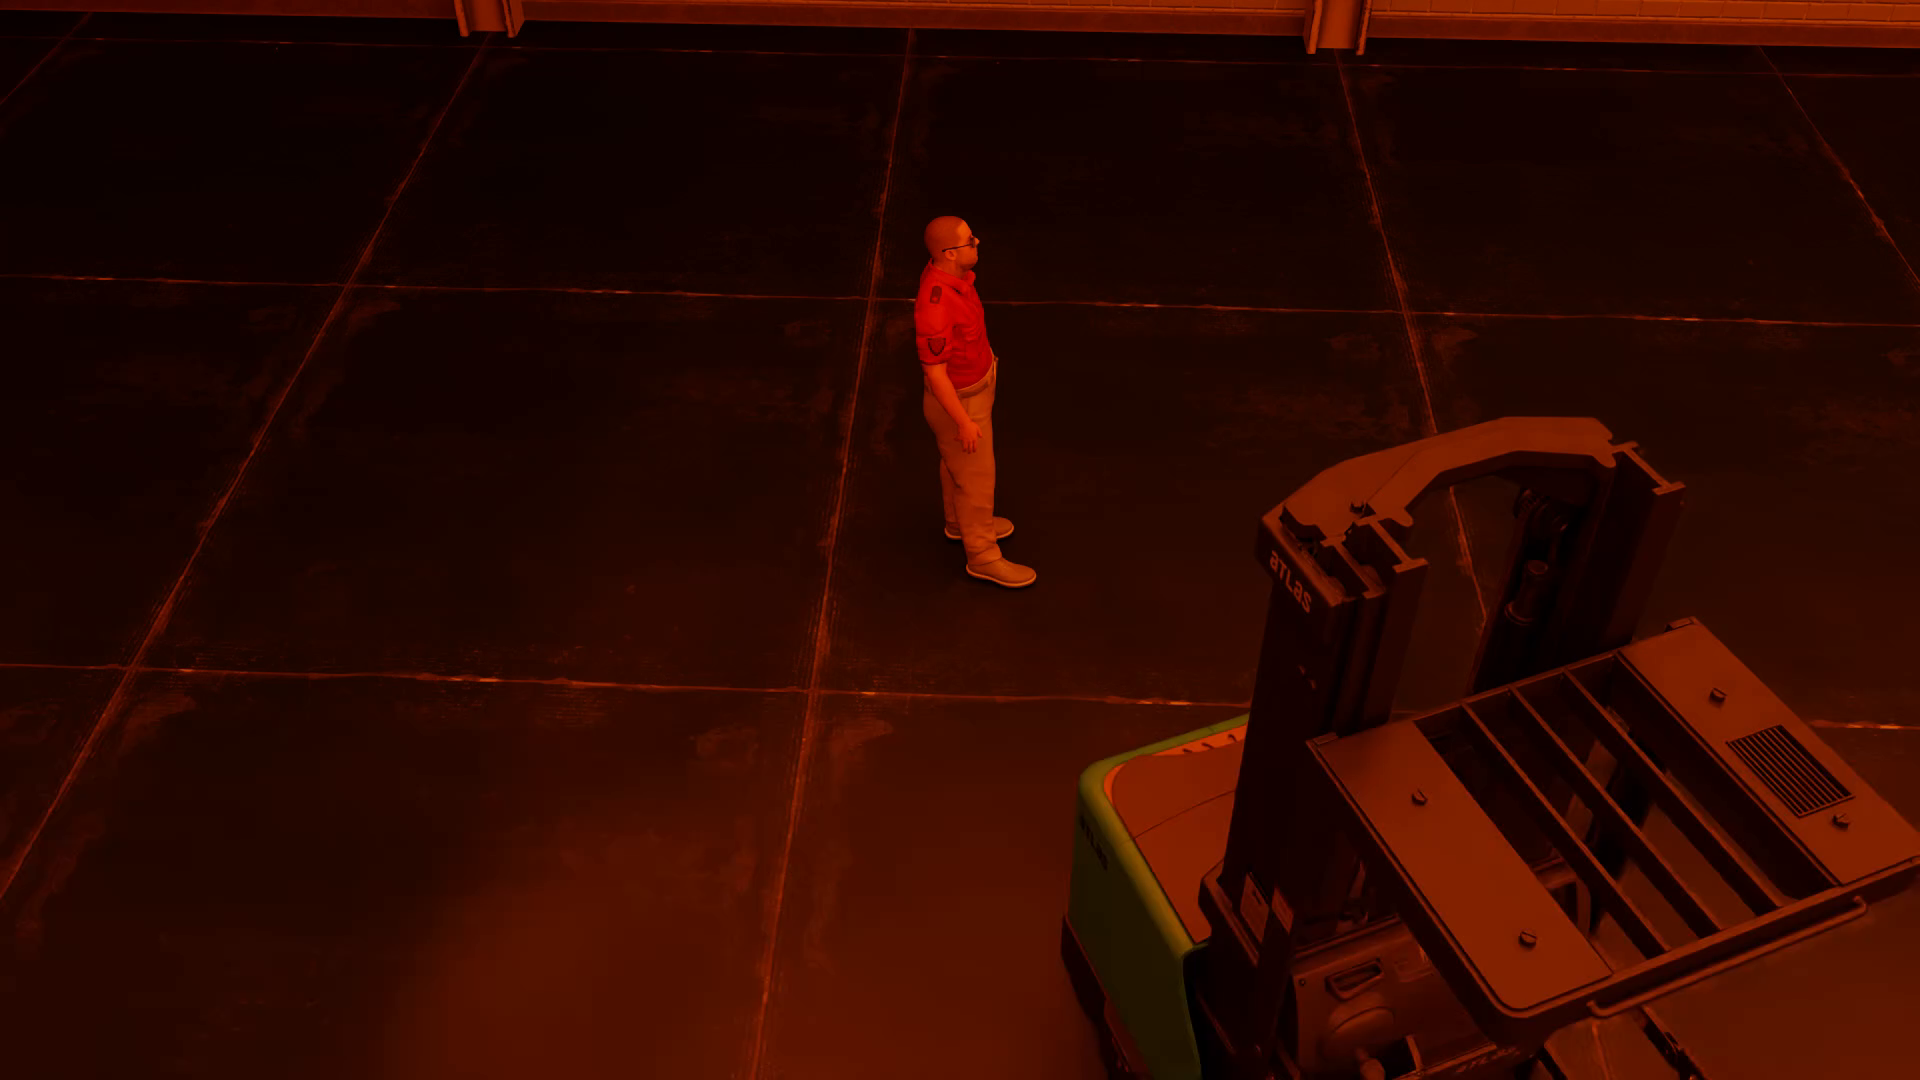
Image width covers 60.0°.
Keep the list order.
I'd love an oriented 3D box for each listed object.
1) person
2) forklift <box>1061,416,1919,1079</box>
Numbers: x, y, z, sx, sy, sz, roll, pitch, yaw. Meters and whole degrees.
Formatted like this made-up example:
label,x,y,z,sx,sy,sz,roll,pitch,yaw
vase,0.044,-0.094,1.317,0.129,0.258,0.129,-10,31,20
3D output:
label,x,y,z,sx,sy,sz,roll,pitch,yaw
person,0.089,-0.633,7.317,0.551,1.727,0.640,2,42,2
forklift,1.390,1.265,4.356,1.130,2.935,3.031,-15,45,-16
